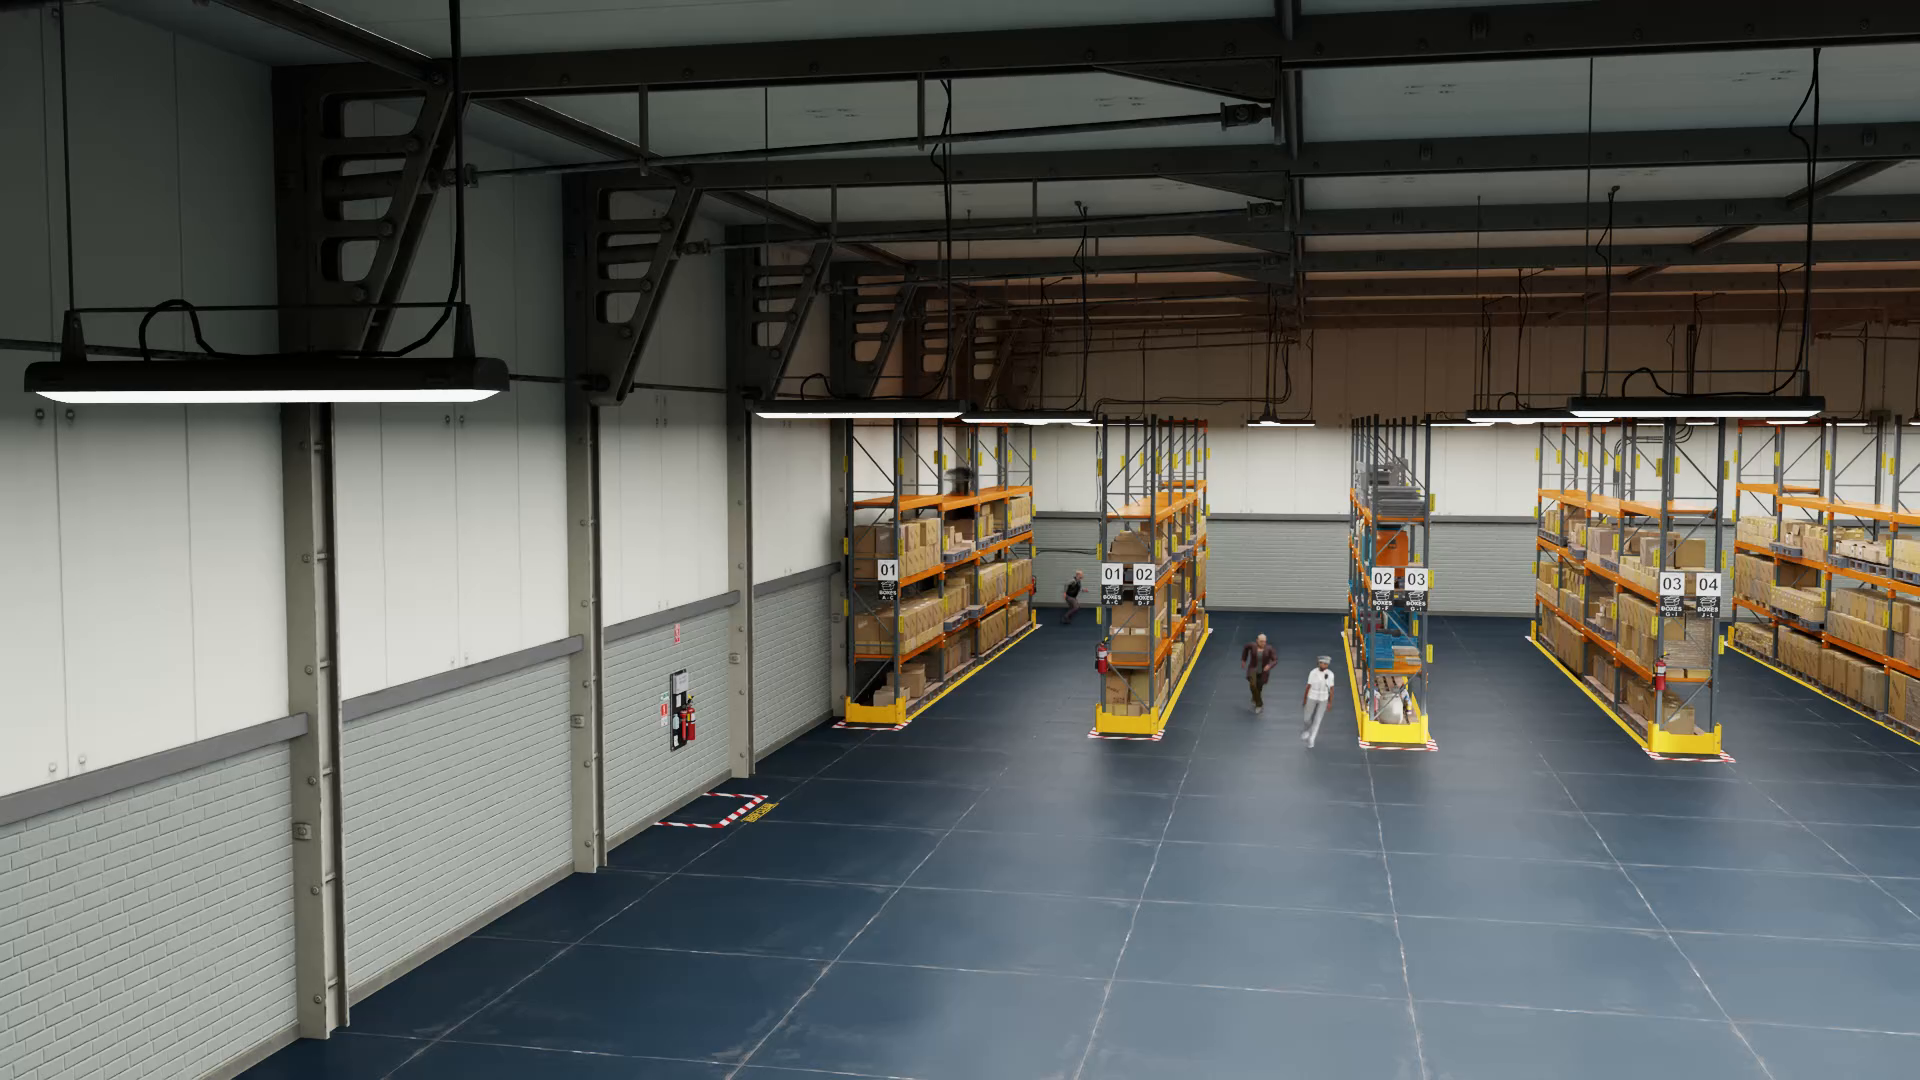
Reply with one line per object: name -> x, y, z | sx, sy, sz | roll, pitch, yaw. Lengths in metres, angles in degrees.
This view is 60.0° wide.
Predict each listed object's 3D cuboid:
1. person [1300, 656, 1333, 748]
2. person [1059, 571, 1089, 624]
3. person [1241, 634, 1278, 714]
person -> 6.449, 2.906, 30.057 | 0.583, 1.649, 0.539 | 1, 4, 13
person -> 3.346, 1.685, 48.823 | 0.886, 1.588, 0.647 | 1, 4, 18
person -> 6.050, 2.659, 33.618 | 0.728, 1.614, 1.155 | 1, 4, 8
